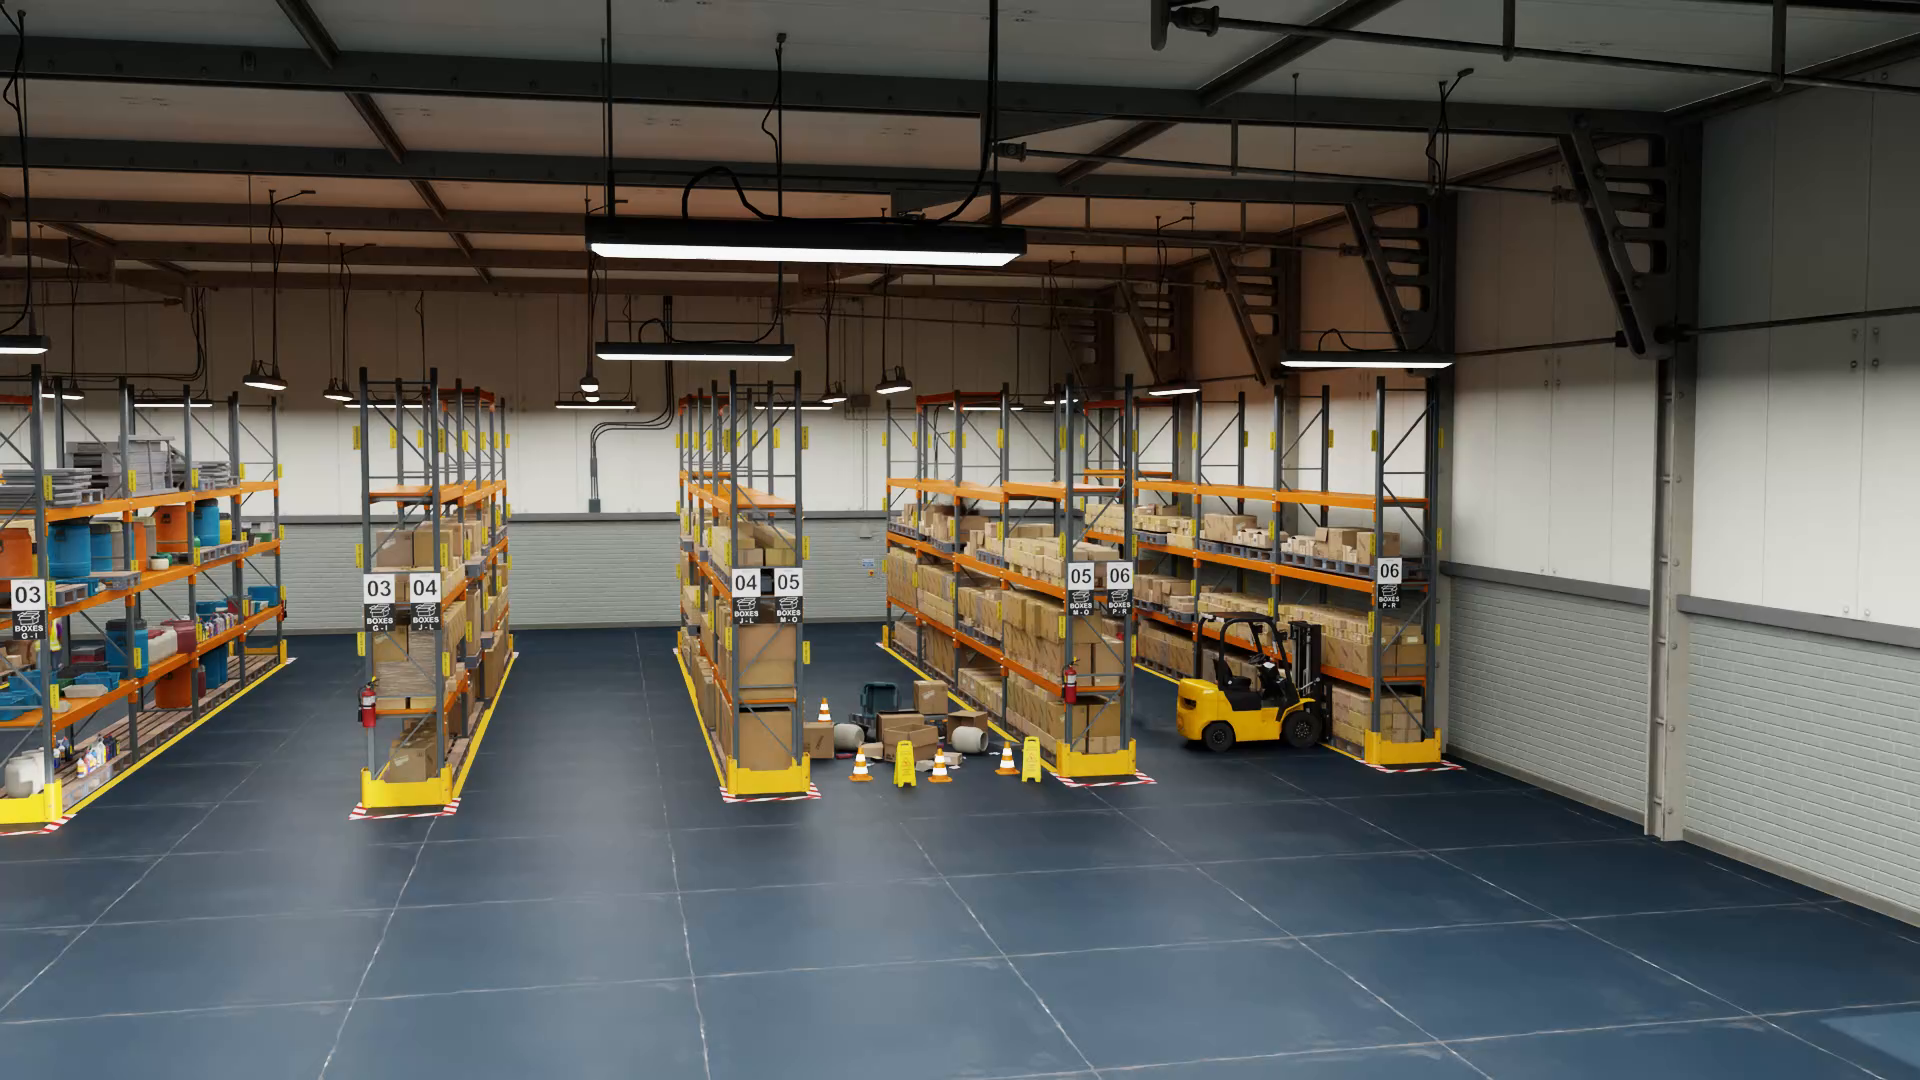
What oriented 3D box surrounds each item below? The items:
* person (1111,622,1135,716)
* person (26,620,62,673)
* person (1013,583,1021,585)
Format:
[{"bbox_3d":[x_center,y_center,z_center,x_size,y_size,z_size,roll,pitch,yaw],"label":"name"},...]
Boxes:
[{"bbox_3d":[2.903,2.341,30.225,0.563,1.740,0.465,-1,4,-16],"label":"person"},{"bbox_3d":[-17.973,2.175,32.697,0.711,1.713,1.039,-1,4,-20],"label":"person"},{"bbox_3d":[1.500,1.647,42.299,0.848,1.654,0.517,0,3,-7],"label":"person"}]
